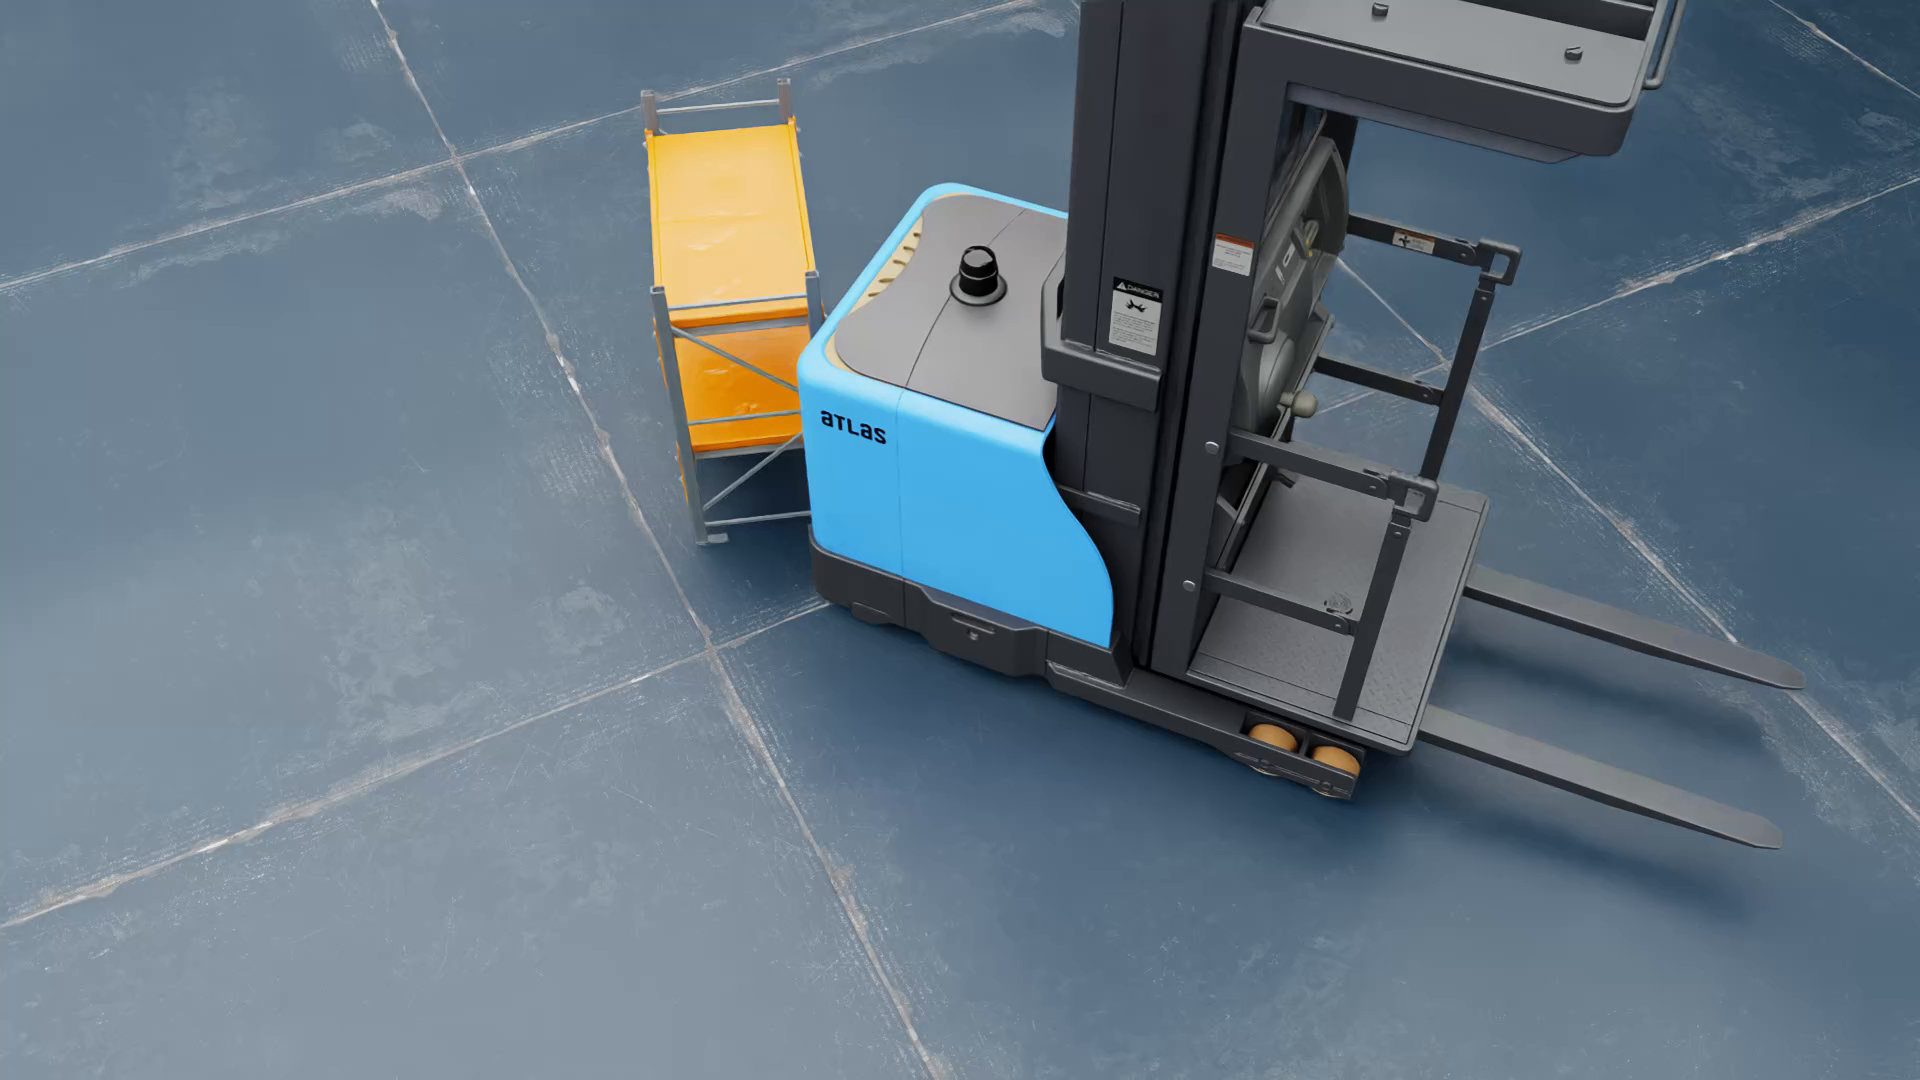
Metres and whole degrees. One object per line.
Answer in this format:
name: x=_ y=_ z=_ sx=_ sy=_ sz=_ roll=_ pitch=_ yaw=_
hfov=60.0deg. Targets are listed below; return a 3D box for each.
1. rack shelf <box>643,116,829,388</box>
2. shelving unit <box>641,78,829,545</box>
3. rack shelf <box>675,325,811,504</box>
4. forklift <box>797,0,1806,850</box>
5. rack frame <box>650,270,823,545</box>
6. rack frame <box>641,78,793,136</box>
rack shelf: x=-0.744 y=-0.966 z=5.458 sx=0.538 sy=0.278 sz=1.000 roll=-7 pitch=49 yaw=-6
shelving unit: x=-0.744 y=-0.773 z=5.679 sx=0.538 sy=1.125 sz=1.048 roll=-7 pitch=49 yaw=-6
rack shelf: x=-0.744 y=-0.612 z=5.863 sx=0.538 sy=0.278 sz=1.000 roll=-7 pitch=49 yaw=-6
forklift: x=1.073 y=-0.642 z=4.364 sx=3.031 sy=2.935 sz=1.130 roll=19 pitch=51 yaw=16
rack frame: x=-0.667 y=-0.395 z=5.348 sx=0.500 sy=1.125 sz=0.032 roll=-7 pitch=49 yaw=-6
rack frame: x=-0.821 y=-1.151 z=6.010 sx=0.500 sy=1.125 sz=0.032 roll=-7 pitch=49 yaw=-6
